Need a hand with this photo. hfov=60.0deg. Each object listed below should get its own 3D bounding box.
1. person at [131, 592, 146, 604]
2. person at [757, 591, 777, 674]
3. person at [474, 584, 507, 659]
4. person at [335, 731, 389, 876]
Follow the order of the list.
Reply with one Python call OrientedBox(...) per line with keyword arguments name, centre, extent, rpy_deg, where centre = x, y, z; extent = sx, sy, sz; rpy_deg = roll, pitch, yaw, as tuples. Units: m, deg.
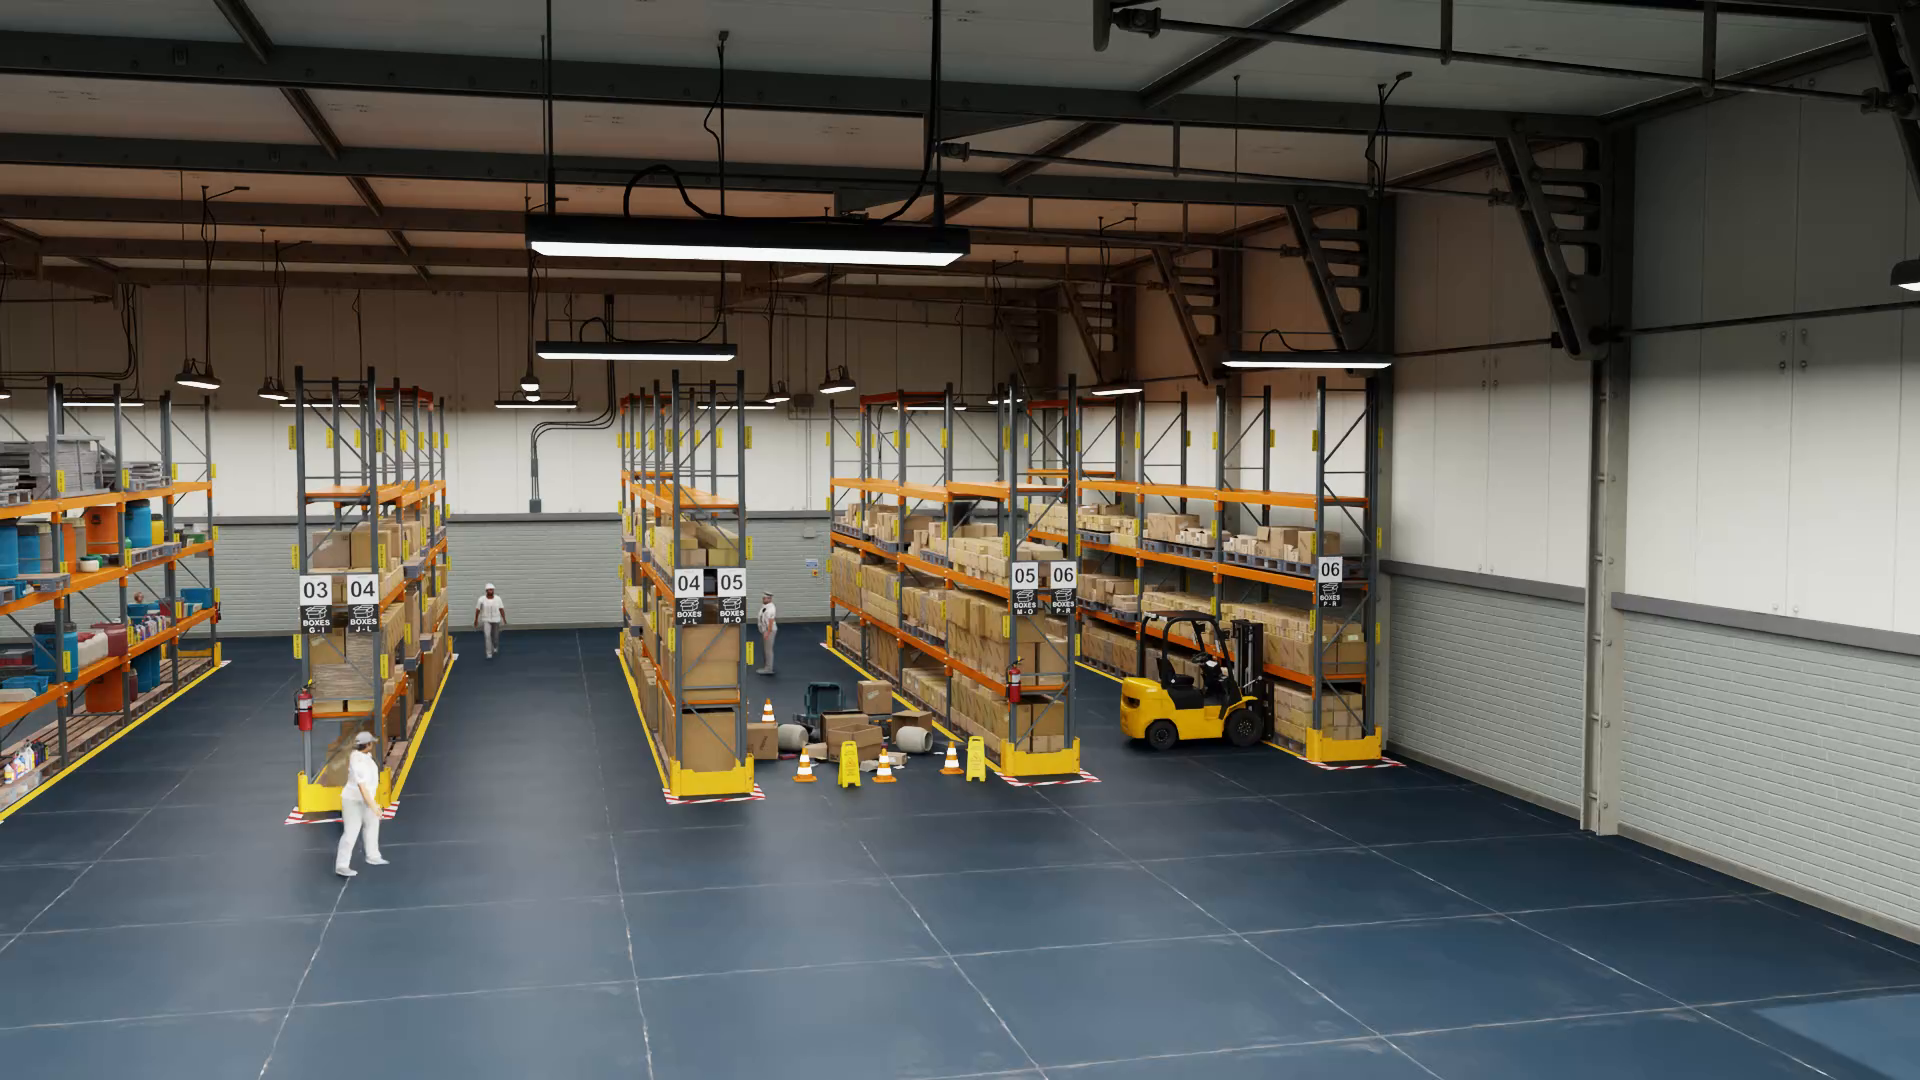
OrientedBox(name="person", centre=(-18.688, 1.965, 37.824), extent=(0.387, 1.537, 0.948), rpy_deg=(-1, 4, -15))
OrientedBox(name="person", centre=(-4.171, 1.983, 35.800), extent=(0.458, 1.783, 0.570), rpy_deg=(-1, 4, -17))
OrientedBox(name="person", centre=(-10.827, 1.862, 38.336), extent=(0.715, 1.724, 1.080), rpy_deg=(-1, 4, -18))
OrientedBox(name="person", centre=(-6.973, 3.056, 19.374), extent=(0.547, 1.698, 0.672), rpy_deg=(0, 3, -8))
